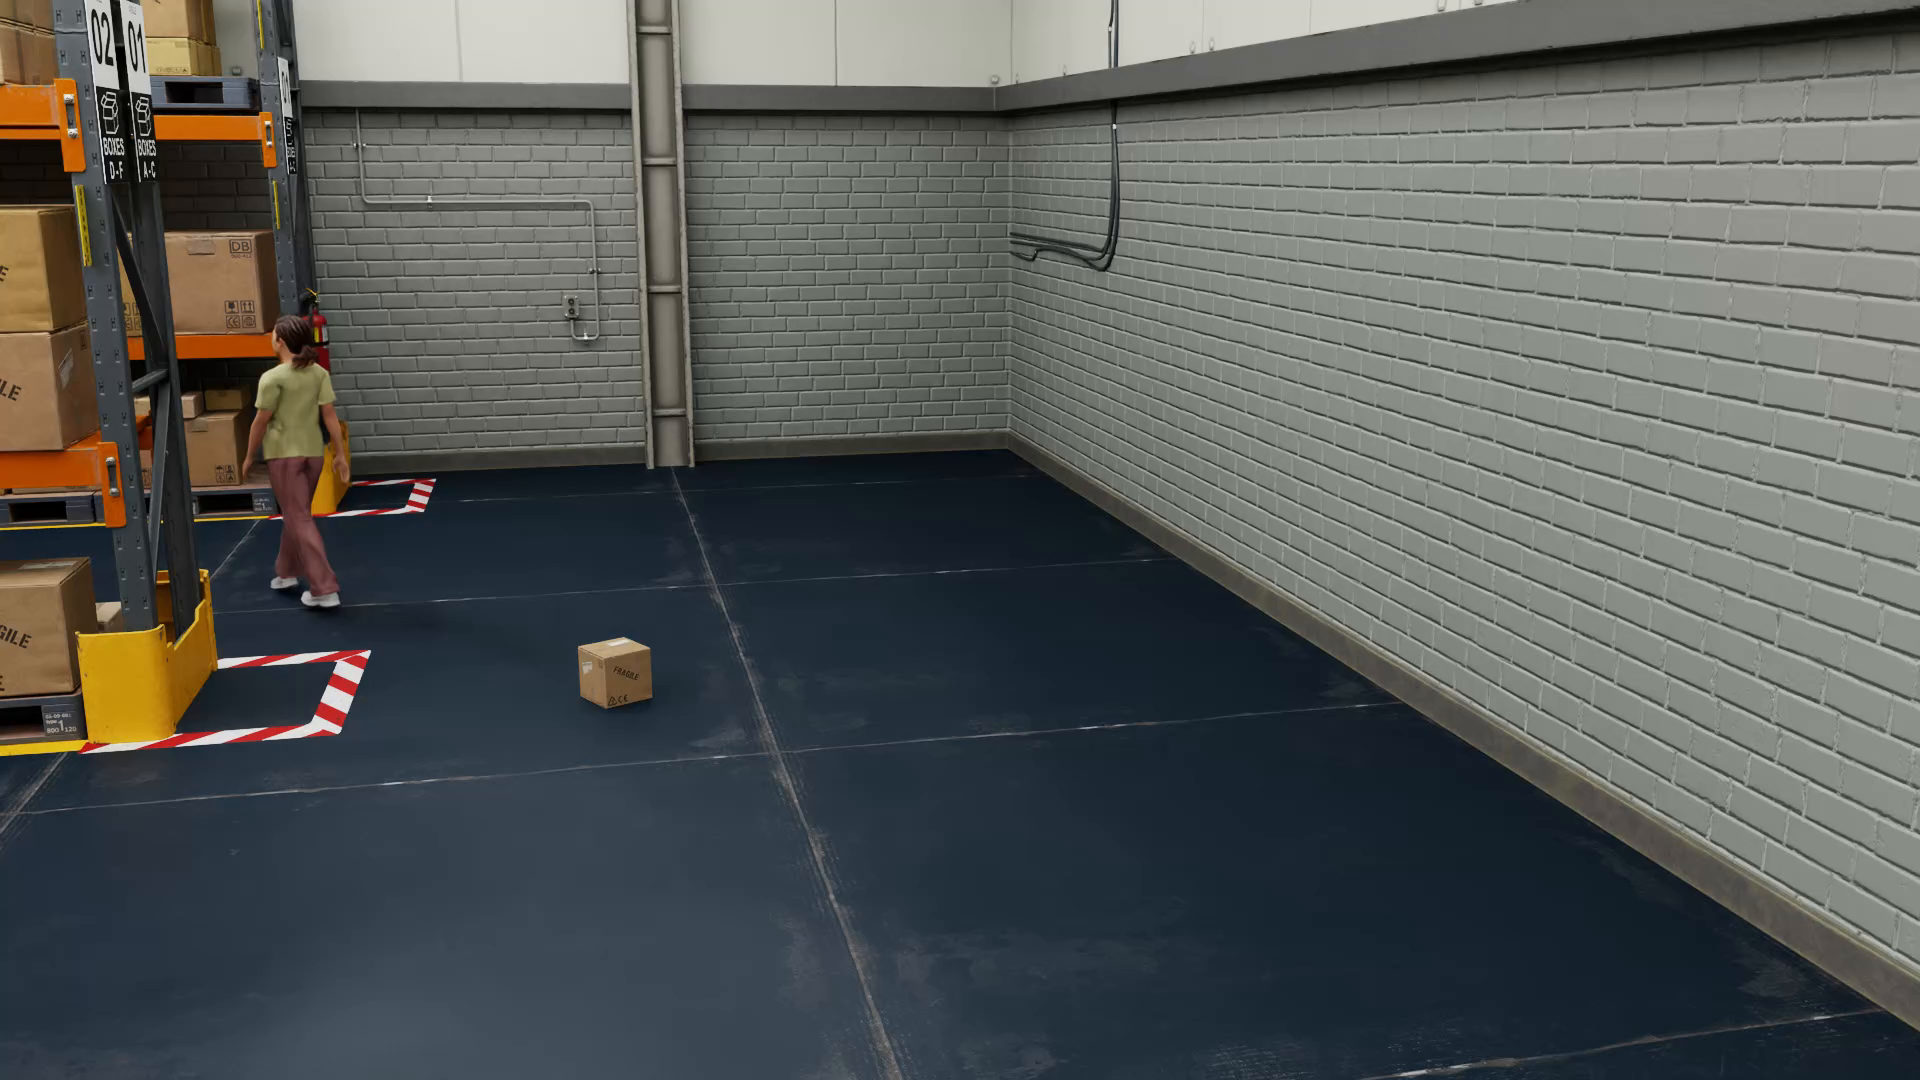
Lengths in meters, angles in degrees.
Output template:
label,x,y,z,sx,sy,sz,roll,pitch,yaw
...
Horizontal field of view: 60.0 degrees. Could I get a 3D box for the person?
label,x,y,z,sx,sy,sz,roll,pitch,yaw
person,-3.841,-0.452,9.449,0.840,1.656,0.478,8,15,31
